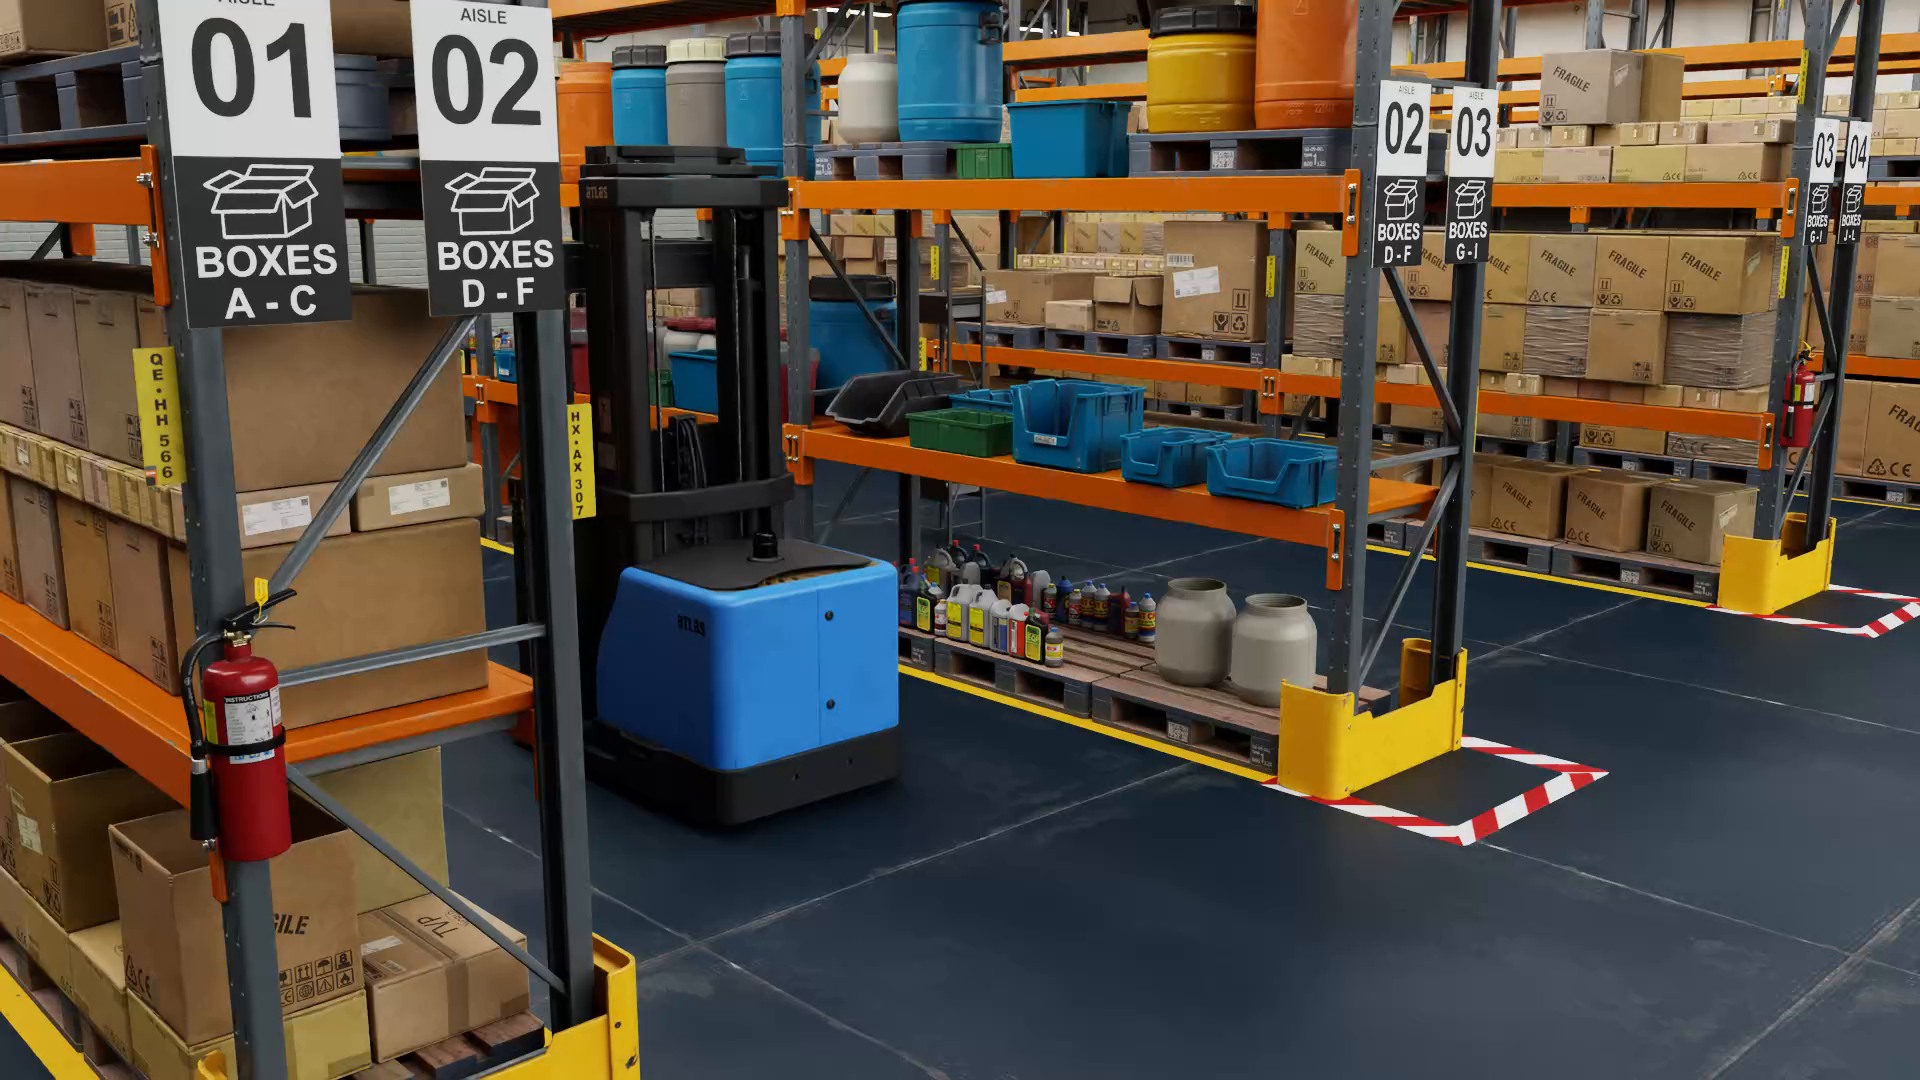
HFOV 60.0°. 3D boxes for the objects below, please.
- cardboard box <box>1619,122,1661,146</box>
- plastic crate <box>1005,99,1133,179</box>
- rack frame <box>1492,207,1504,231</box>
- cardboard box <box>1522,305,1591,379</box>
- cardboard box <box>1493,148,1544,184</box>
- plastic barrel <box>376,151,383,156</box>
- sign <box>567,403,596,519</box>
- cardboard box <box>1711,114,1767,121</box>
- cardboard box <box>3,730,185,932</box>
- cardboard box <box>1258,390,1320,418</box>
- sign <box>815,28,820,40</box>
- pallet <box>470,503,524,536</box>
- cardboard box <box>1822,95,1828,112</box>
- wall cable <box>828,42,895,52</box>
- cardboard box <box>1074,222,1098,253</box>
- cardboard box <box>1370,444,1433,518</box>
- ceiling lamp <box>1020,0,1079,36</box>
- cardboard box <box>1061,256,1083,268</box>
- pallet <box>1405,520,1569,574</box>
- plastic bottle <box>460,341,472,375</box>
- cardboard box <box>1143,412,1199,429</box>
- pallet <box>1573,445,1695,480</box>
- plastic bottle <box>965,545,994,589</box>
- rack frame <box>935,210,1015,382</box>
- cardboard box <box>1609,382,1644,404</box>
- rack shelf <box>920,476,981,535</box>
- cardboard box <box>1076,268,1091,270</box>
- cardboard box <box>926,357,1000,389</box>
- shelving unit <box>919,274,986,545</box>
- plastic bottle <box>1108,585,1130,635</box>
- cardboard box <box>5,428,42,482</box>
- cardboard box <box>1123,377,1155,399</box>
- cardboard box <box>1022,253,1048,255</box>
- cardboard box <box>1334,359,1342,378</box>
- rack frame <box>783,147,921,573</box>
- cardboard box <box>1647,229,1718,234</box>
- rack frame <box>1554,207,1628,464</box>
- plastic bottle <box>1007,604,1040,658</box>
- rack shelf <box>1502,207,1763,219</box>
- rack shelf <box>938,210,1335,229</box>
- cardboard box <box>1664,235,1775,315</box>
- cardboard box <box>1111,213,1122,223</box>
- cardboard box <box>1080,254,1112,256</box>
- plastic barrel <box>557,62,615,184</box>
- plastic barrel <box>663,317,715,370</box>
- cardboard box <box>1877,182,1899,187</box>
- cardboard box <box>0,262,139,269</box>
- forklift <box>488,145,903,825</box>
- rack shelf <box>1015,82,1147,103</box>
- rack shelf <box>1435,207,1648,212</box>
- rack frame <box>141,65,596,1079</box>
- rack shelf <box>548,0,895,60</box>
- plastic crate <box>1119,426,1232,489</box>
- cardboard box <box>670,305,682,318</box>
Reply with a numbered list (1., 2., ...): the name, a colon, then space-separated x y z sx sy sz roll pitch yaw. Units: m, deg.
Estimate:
1. cardboard box: 4.707 -2.763 11.338 0.380 0.149 0.250 -11 16 -42
2. plastic crate: 0.562 -2.070 8.631 0.392 0.384 0.575 -11 16 -43
3. rack frame: 7.321 -3.611 23.505 1.000 3.000 0.127 -11 16 -43
4. cardboard box: 4.572 -1.476 12.159 0.875 0.500 0.500 -11 16 -43
5. cardboard box: 4.116 -2.714 12.090 0.500 0.250 0.500 -11 16 -44
6. plastic barrel: -4.901 -3.816 14.784 0.600 0.901 0.708 -11 16 -43
7. sign: -1.083 -0.222 4.713 0.100 0.325 0.005 -11 16 -43
8. cardboard box: 7.407 -3.861 15.632 0.500 0.250 0.500 -11 16 -43
9. cardboard box: -2.776 0.911 5.473 0.500 0.500 0.500 -11 16 -43
10. cardboard box: 4.166 -1.909 19.777 1.050 0.750 0.750 -11 16 -43
11. sign: -2.106 -7.433 24.677 0.100 0.325 0.005 -11 16 -43
12. pallet: -4.003 -0.283 14.263 1.003 0.211 1.213 -11 16 -43
13. cardboard box: 7.804 -3.955 15.097 0.380 0.149 0.250 -11 16 -42
14. wall cable: -1.790 -8.612 32.912 2.355 3.000 0.029 -11 16 -43
15. cardboard box: 2.284 -5.133 28.167 0.500 0.500 0.500 11 16 44
16. cardboard box: 3.565 -0.481 13.467 0.500 0.500 0.500 -5 13 -25
17. ceiling lamp: 1.849 -11.335 31.661 2.000 3.185 0.800 -11 16 -43
18. cardboard box: 1.531 -3.628 21.696 0.380 0.149 0.250 -11 16 -43
19. pallet: 4.252 -0.009 12.933 1.003 0.211 1.213 -11 16 -43
20. plastic bottle: -4.016 -1.482 13.461 0.061 0.283 0.133 -11 16 -43
21. cardboard box: 1.805 -0.884 15.372 0.500 0.500 0.700 10 15 40
22. pallet: 7.042 -0.835 16.941 1.003 0.211 1.213 -11 16 -43
23. plastic bottle: 0.120 0.208 10.444 0.185 0.351 0.144 11 16 42
24. rack frame: 0.154 -2.230 16.802 1.000 3.000 0.127 -11 16 -43
25. cardboard box: 4.789 -1.057 11.730 0.380 0.149 0.250 -11 16 -43
26. rack shelf: -0.114 -0.354 13.461 0.431 0.518 0.480 -11 16 -43
27. cardboard box: 1.715 -3.445 21.543 0.380 0.149 0.250 -10 15 -40
28. cardboard box: -0.308 -1.499 17.477 0.875 0.875 1.225 11 16 43
29. shelving unit: -0.114 -1.053 13.317 0.431 2.100 0.503 -11 16 -43
30. plastic bottle: 0.926 0.399 9.682 0.061 0.283 0.133 -11 16 -42
31. cardboard box: -2.963 -0.304 5.601 0.380 0.149 0.250 -11 16 -43
32. cardboard box: 2.435 -2.099 21.318 0.500 0.500 0.500 11 16 43
33. cardboard box: 0.889 -3.792 23.400 0.500 0.500 0.500 -11 16 -44
34. cardboard box: 3.203 -1.379 13.294 0.380 0.149 0.250 -11 16 -43
35. rack frame: -0.666 -0.956 10.618 1.000 3.000 0.127 -11 16 -43
36. cardboard box: 7.267 -2.802 16.532 0.875 0.550 0.550 -11 16 -43
37. rack frame: 6.573 -2.323 17.251 1.000 3.000 0.127 -11 16 -43
38. plastic bottle: 0.357 0.499 9.217 0.152 0.276 0.135 -11 16 -42
39. rack shelf: 8.702 -4.436 21.858 1.077 0.370 4.000 -11 16 -43
40. rack shelf: 1.535 -3.055 15.155 1.077 0.370 4.000 -11 16 -43
41. cardboard box: 5.120 -1.793 11.216 0.500 0.500 0.500 -11 16 -43
42. cardboard box: 2.727 -5.353 27.627 0.380 0.149 0.250 -11 16 -42
43. cardboard box: 1.830 -3.756 22.315 0.250 0.149 0.380 11 16 43
44. plastic barrel: -2.567 -2.974 11.914 0.600 0.830 0.708 -11 16 -43
45. plastic barrel: -1.974 -1.363 12.257 0.433 0.535 0.433 0 12 0
46. cardboard box: 10.834 -4.144 19.282 0.250 0.149 0.380 11 16 43
47. cardboard box: -3.590 -0.813 6.462 0.700 0.500 0.500 -11 16 -43
48. forklift: -1.631 -0.433 8.249 1.130 2.935 3.031 -10 16 -41
49. rack shelf: 2.430 -5.588 21.009 1.077 0.370 4.000 -11 16 -43
50. rack shelf: 9.528 -5.712 28.051 1.077 0.370 4.000 -11 16 -43
51. rack frame: -1.489 0.317 4.437 1.000 3.000 0.127 -11 16 -43
52. rack shelf: -2.047 -3.638 11.542 1.077 0.370 4.000 -11 16 -43
53. plastic crate: 1.090 -0.426 8.416 0.499 0.251 0.408 -11 16 -43
54. cardboard box: -3.234 -2.727 19.838 0.380 0.149 0.250 -10 16 -41
